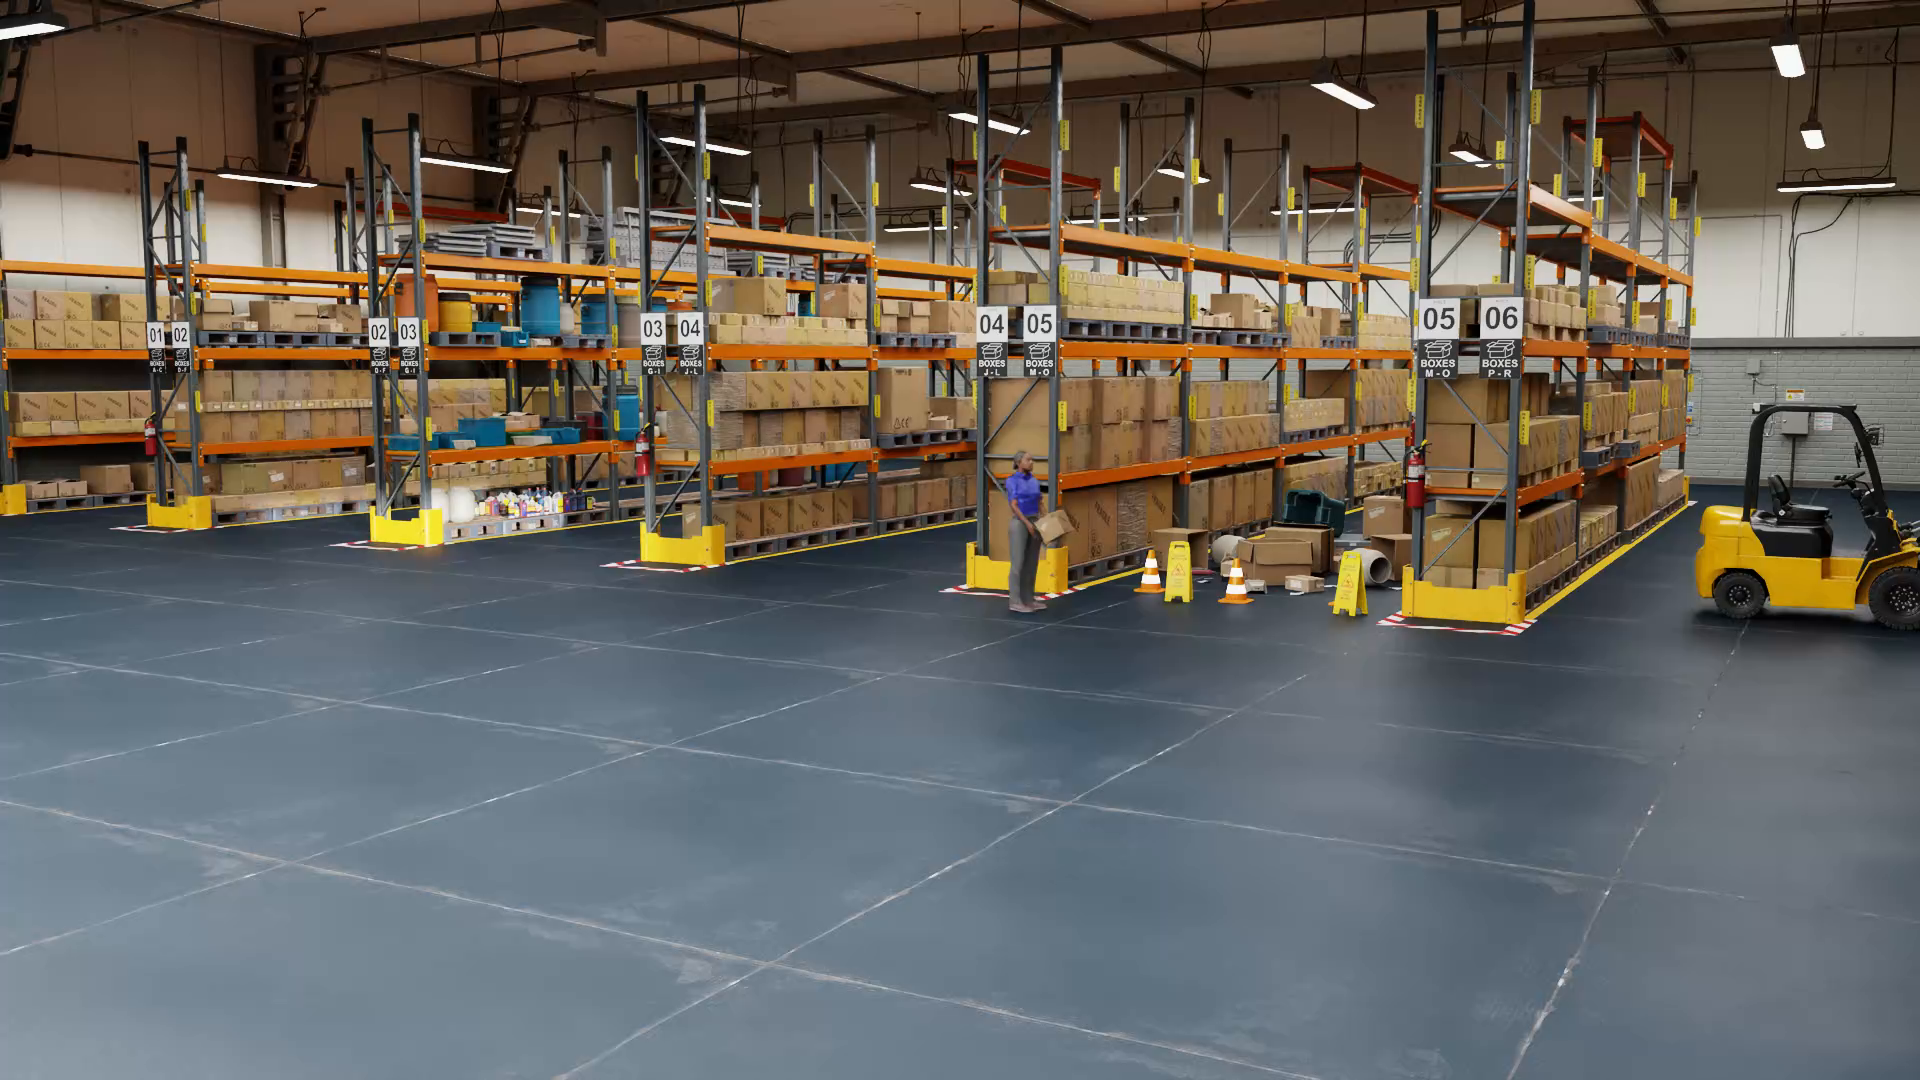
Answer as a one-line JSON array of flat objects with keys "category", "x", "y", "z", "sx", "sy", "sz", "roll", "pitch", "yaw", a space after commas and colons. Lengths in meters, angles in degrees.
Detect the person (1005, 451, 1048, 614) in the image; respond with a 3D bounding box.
[{"category": "person", "x": 0.724, "y": -0.092, "z": 17.244, "sx": 0.475, "sy": 1.657, "sz": 0.475, "roll": -5, "pitch": 8, "yaw": -40}]
